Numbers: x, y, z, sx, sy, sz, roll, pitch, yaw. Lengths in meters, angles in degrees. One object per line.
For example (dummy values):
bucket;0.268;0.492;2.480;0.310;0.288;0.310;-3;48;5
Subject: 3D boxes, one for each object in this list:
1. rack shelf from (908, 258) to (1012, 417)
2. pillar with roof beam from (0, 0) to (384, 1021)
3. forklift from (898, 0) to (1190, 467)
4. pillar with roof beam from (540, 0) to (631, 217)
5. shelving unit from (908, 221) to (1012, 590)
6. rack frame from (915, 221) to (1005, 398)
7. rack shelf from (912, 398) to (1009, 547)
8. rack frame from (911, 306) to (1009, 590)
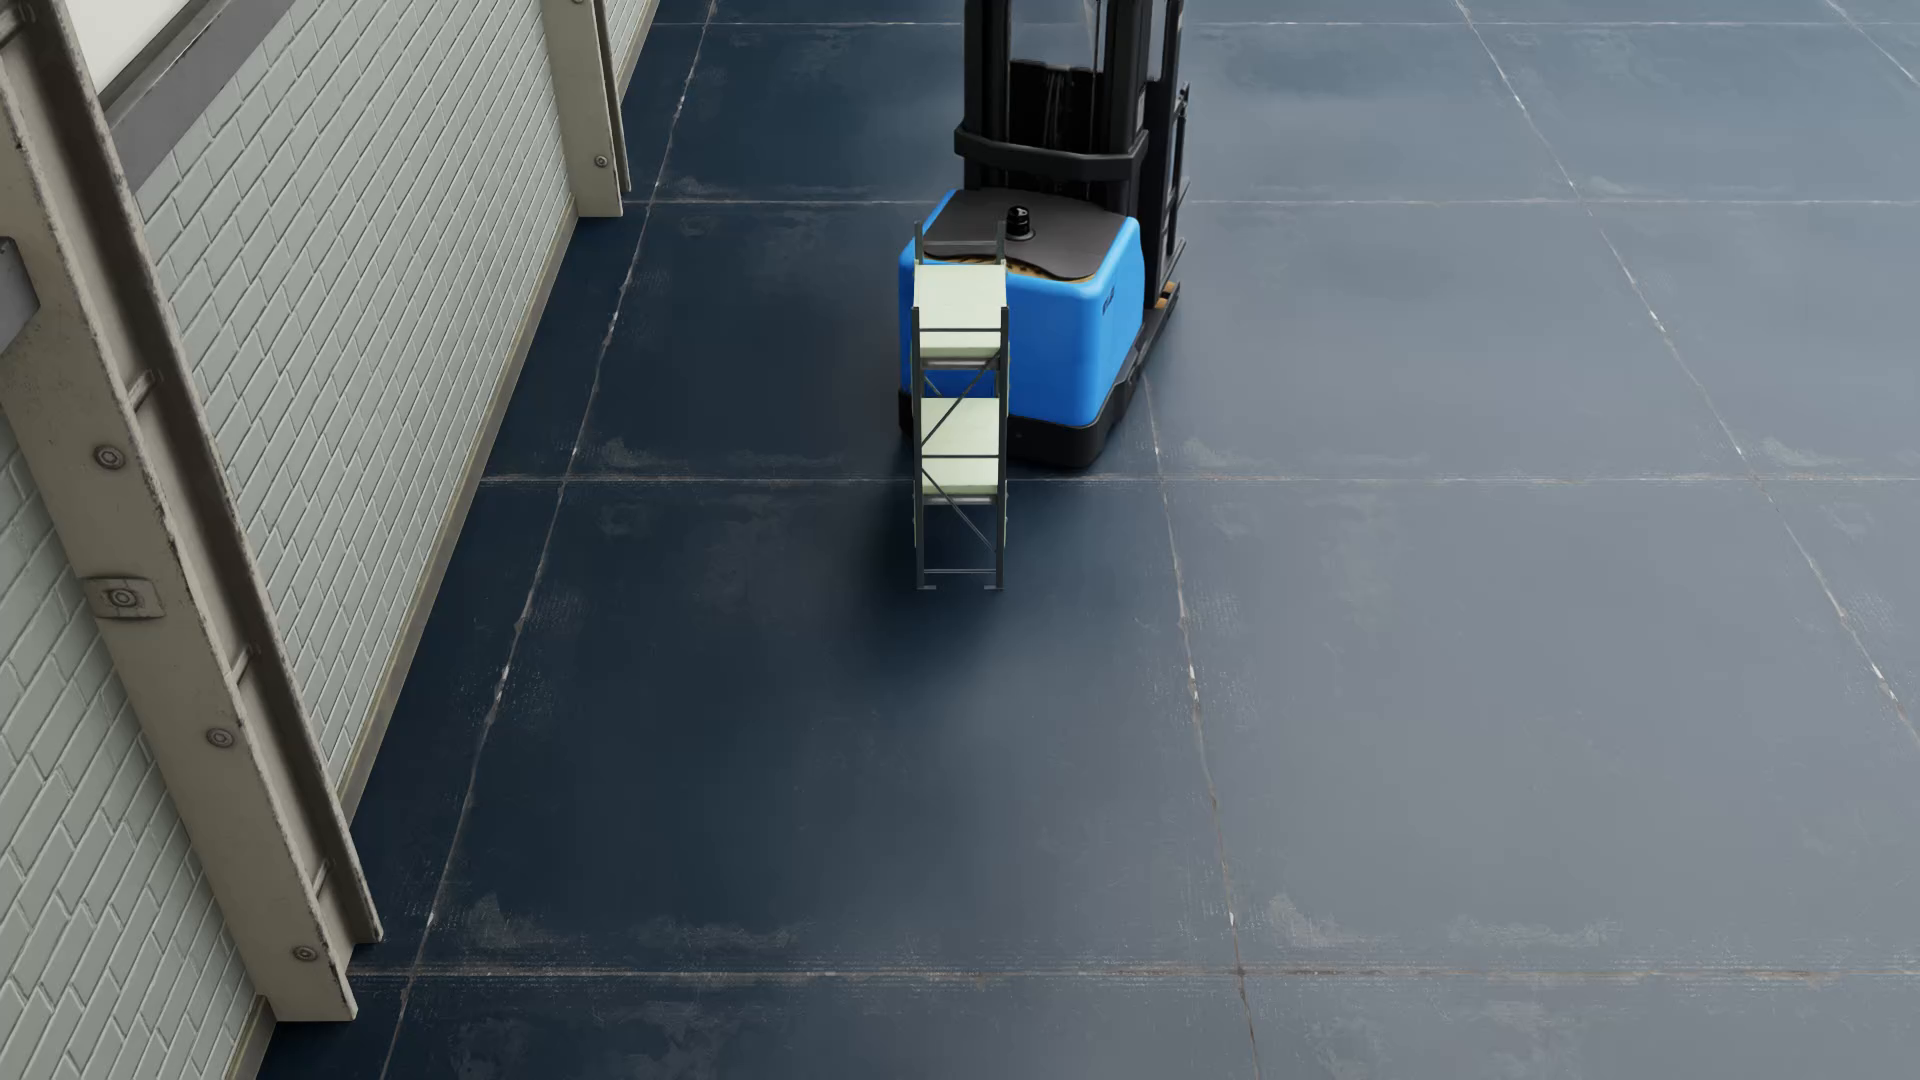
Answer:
rack shelf;0.000;-0.894;7.288;0.431;0.370;0.720;0;39;0
pillar with roof beam;2.009;-1.940;3.220;9.100;9.000;0.400;0;39;0
forklift;0.641;-2.436;8.692;1.130;2.935;3.031;12;40;15
pillar with roof beam;2.002;-5.692;7.902;9.100;9.000;0.400;0;39;0
shelving unit;0.000;-0.589;7.532;0.431;1.500;0.755;0;39;0
rack frame;0.000;-0.818;7.817;0.400;1.500;0.023;0;39;0
rack shelf;0.000;-0.335;7.736;0.431;0.370;0.720;0;39;0
rack frame;0.000;-0.361;7.246;0.400;1.500;0.023;0;39;0
